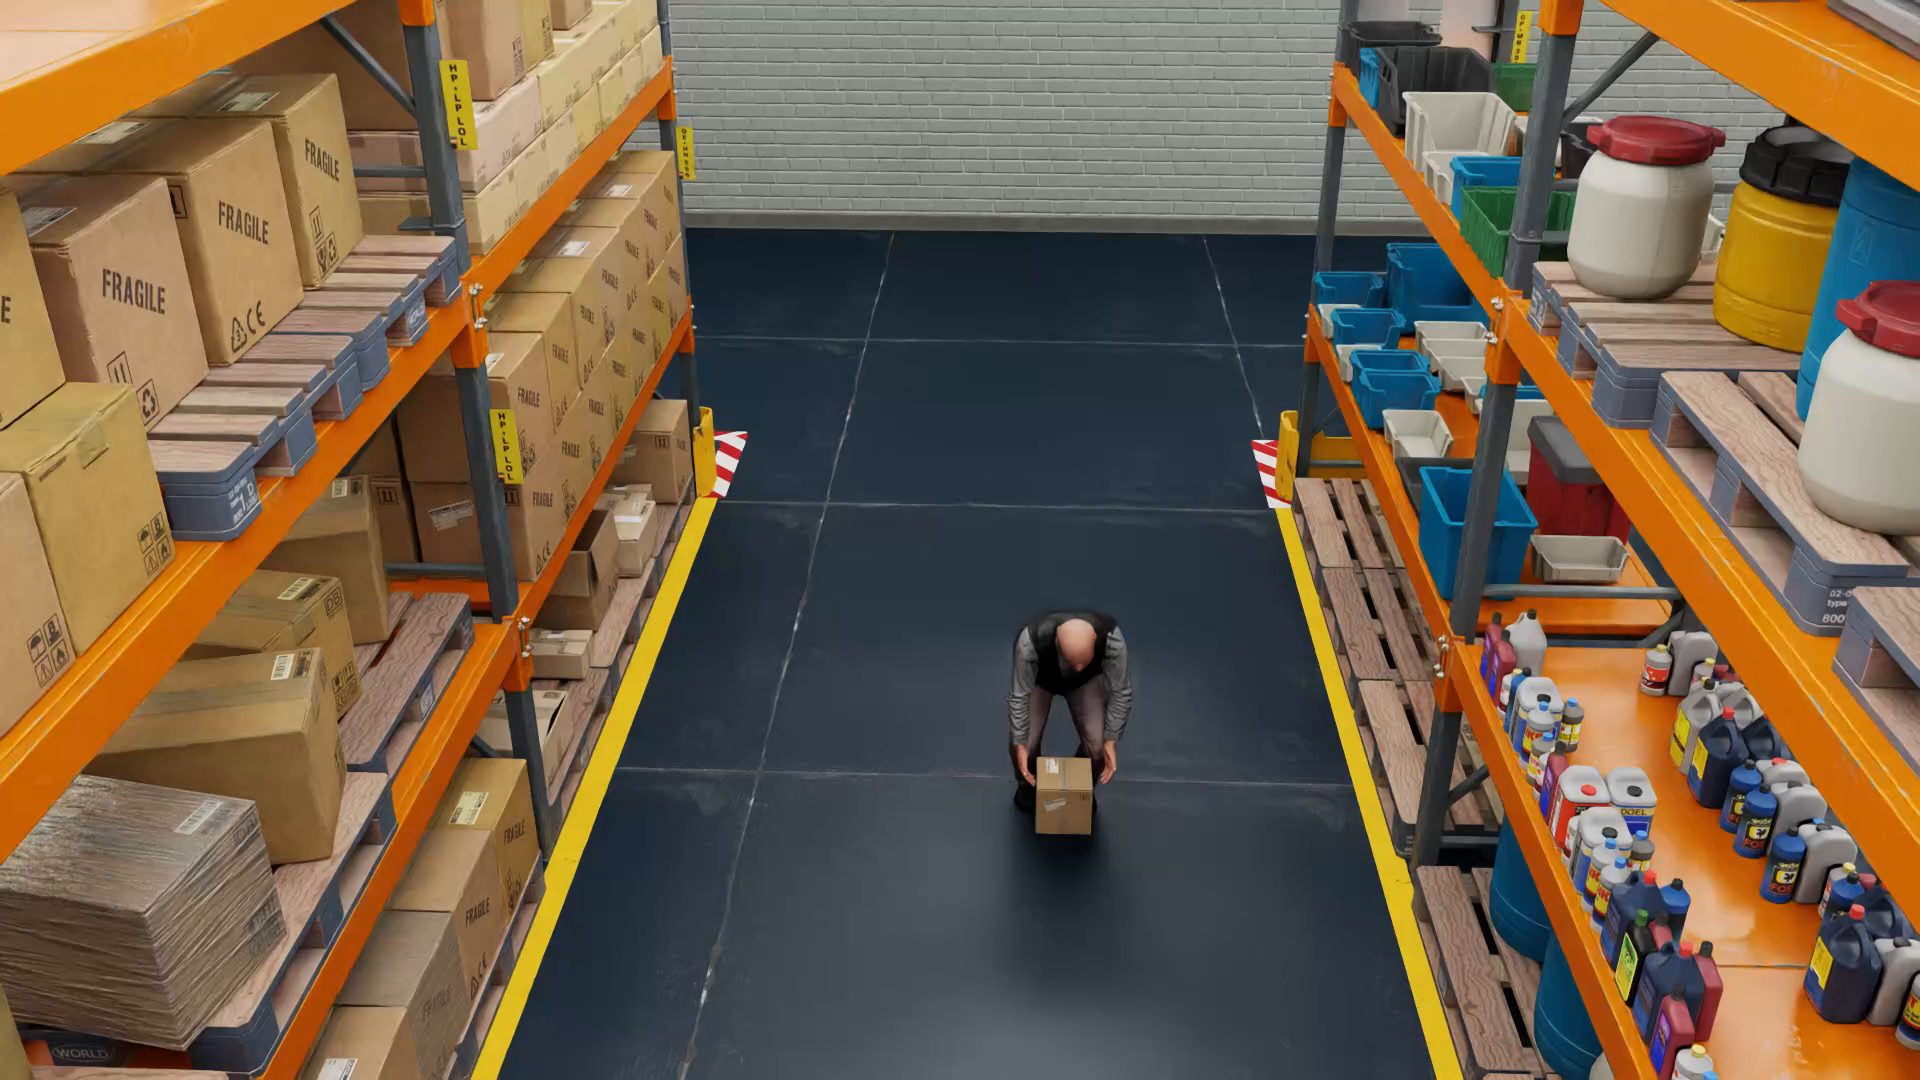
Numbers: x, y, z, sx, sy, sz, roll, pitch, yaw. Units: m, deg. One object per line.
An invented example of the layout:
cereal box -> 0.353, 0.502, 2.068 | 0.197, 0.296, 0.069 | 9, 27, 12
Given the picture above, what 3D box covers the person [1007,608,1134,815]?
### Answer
person -> 0.508, 0.748, 7.786 | 0.579, 1.205, 0.797 | 1, 28, 2
